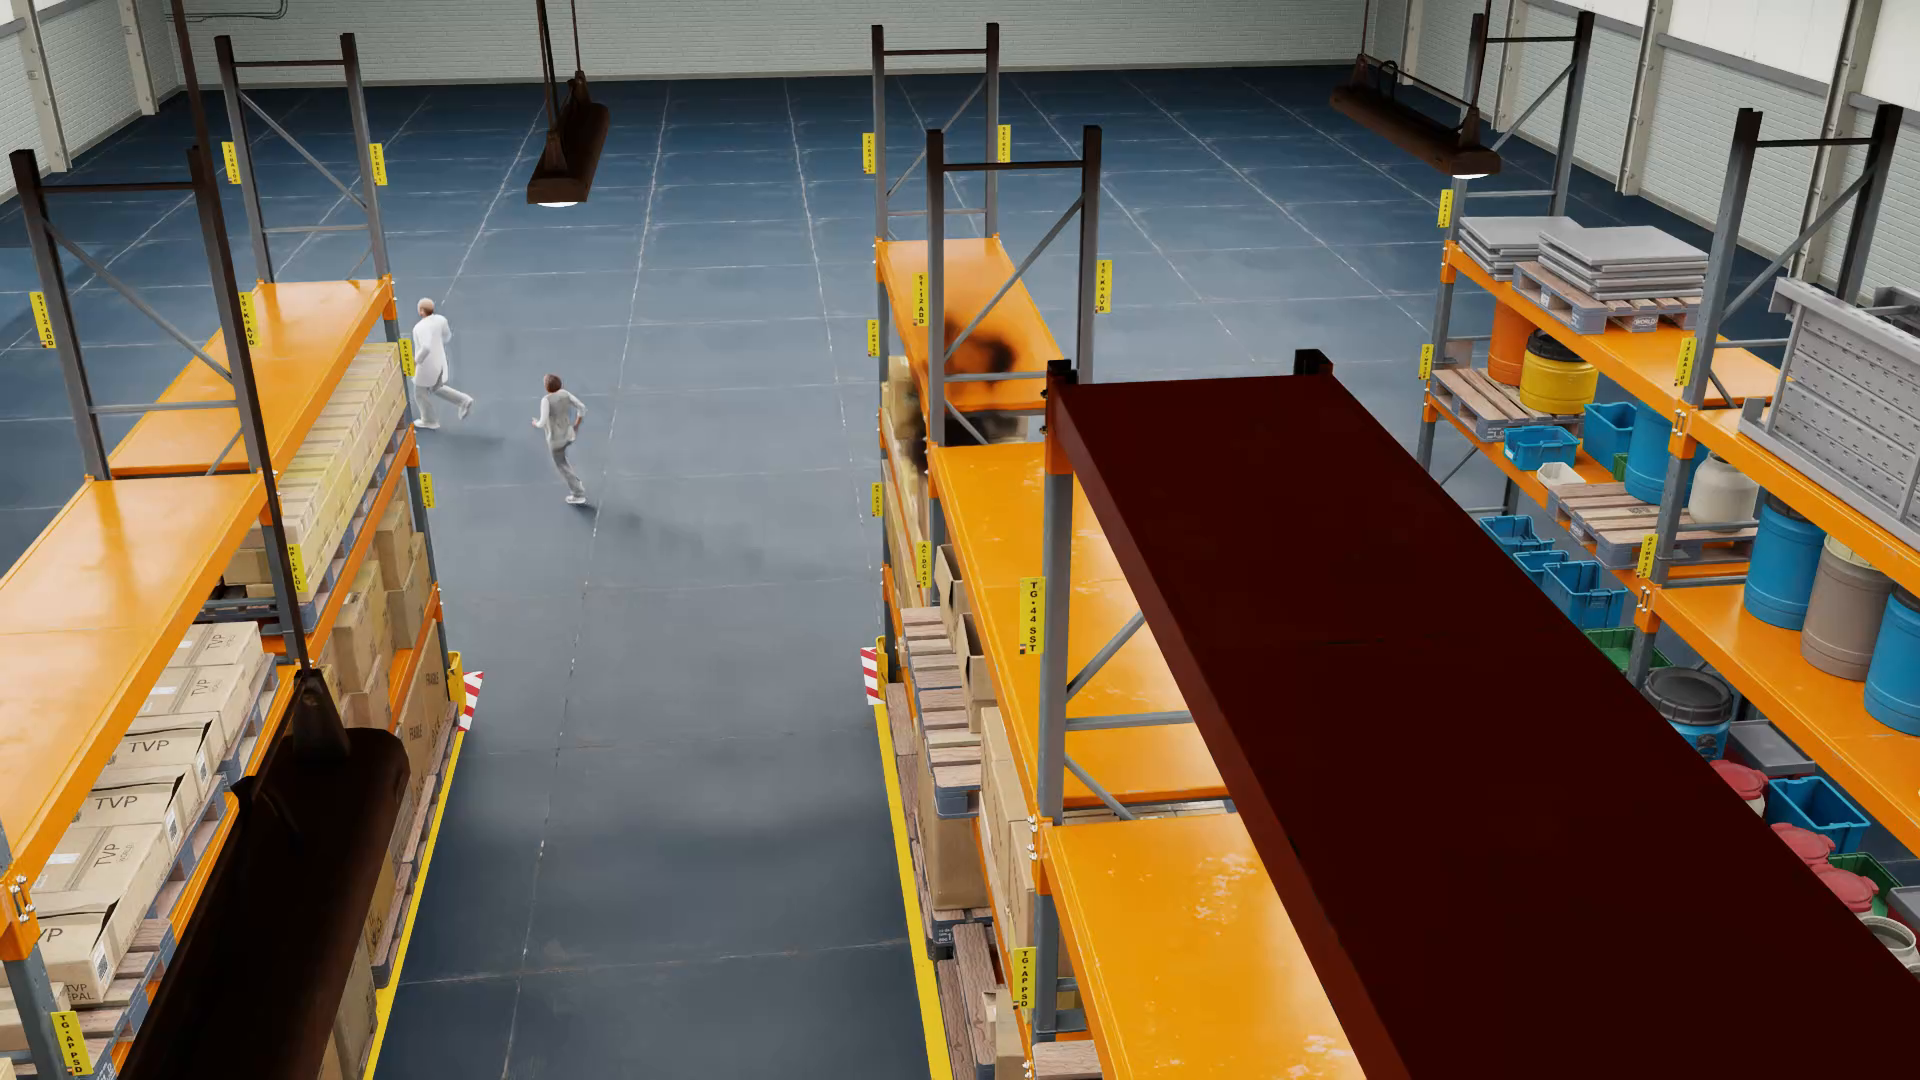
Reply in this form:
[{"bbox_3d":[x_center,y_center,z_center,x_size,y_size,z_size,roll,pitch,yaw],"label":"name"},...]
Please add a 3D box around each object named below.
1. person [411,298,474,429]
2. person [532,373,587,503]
[{"bbox_3d":[-6.681,-2.224,21.148,0.887,1.749,0.721,8,27,16],"label":"person"},{"bbox_3d":[-4.615,-1.174,19.121,0.622,1.569,0.538,14,29,26],"label":"person"}]
